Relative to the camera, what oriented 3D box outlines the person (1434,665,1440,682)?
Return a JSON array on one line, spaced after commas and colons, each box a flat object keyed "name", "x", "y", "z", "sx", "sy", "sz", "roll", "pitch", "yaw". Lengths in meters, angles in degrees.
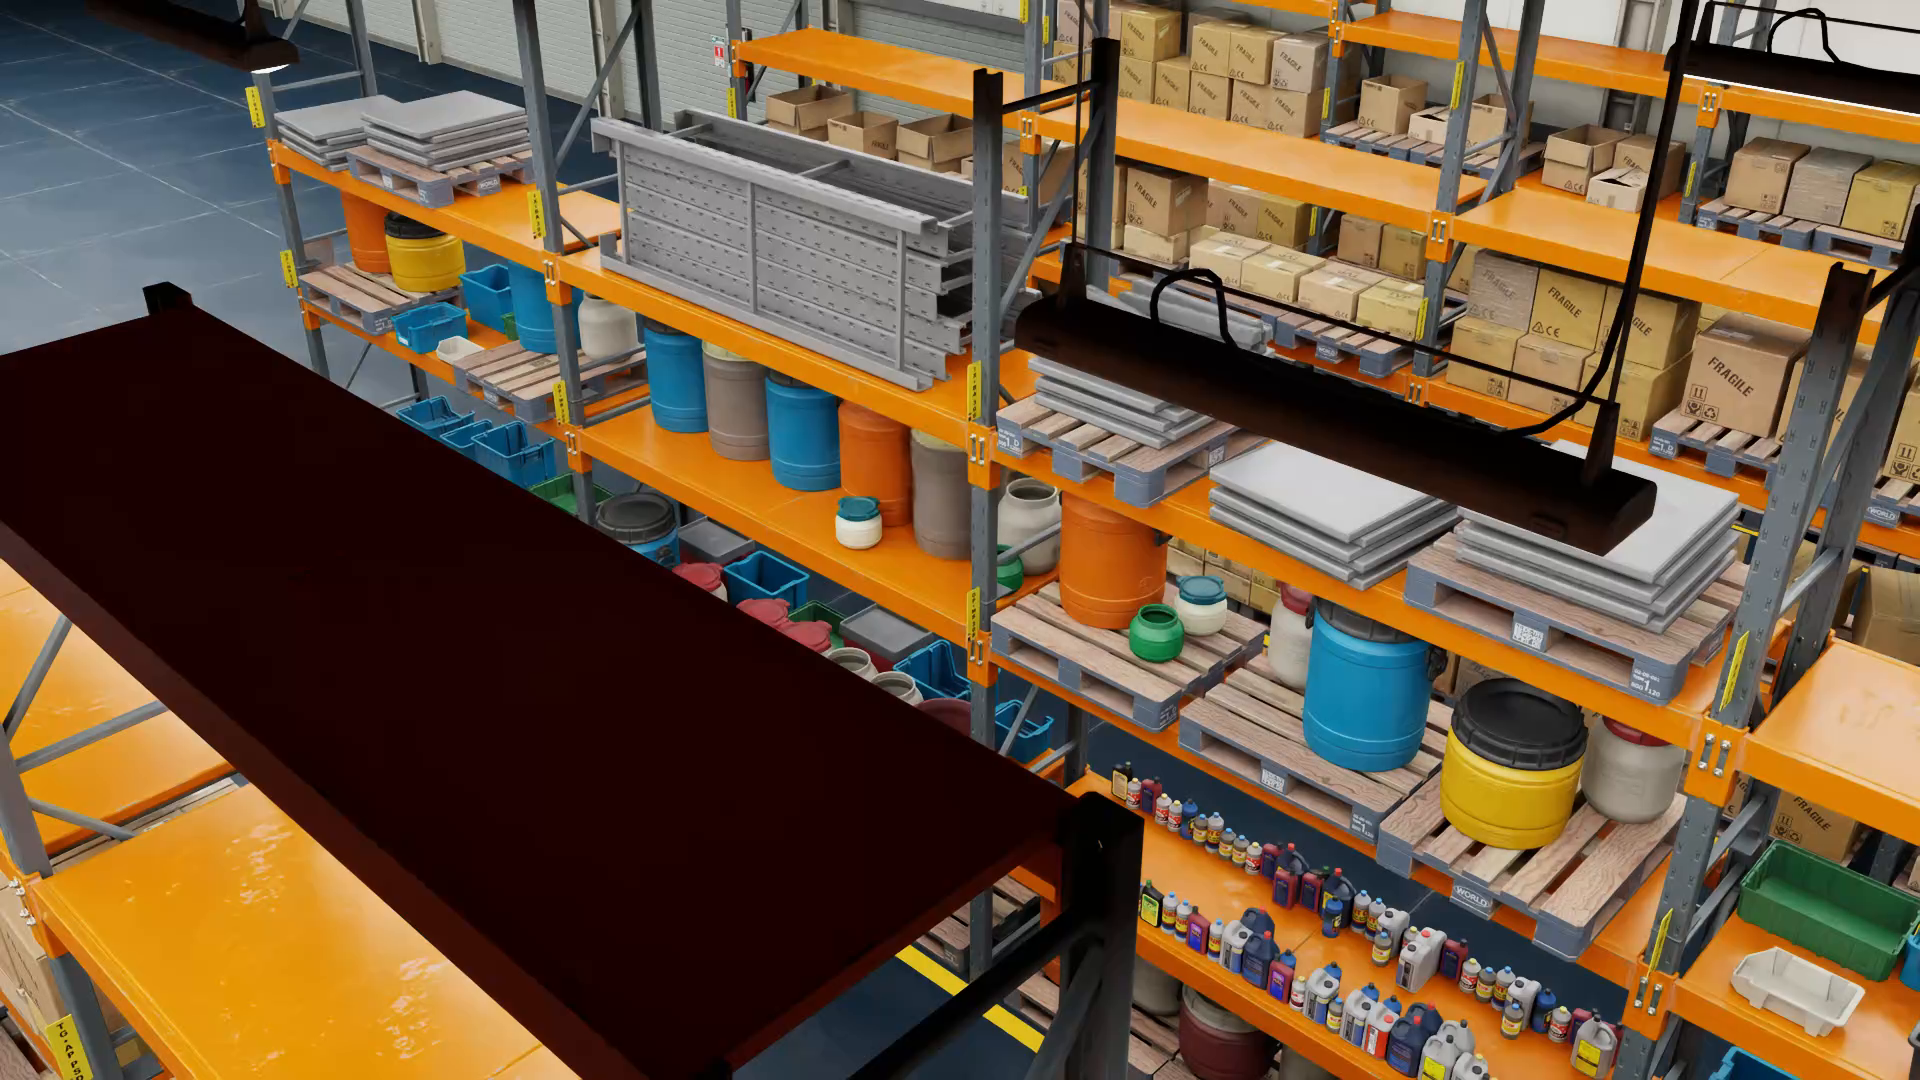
[{"name": "person", "x": 3.329, "y": 0.916, "z": 12.469, "sx": 1.067, "sy": 1.565, "sz": 0.609, "roll": 23, "pitch": 36, "yaw": 34}]
